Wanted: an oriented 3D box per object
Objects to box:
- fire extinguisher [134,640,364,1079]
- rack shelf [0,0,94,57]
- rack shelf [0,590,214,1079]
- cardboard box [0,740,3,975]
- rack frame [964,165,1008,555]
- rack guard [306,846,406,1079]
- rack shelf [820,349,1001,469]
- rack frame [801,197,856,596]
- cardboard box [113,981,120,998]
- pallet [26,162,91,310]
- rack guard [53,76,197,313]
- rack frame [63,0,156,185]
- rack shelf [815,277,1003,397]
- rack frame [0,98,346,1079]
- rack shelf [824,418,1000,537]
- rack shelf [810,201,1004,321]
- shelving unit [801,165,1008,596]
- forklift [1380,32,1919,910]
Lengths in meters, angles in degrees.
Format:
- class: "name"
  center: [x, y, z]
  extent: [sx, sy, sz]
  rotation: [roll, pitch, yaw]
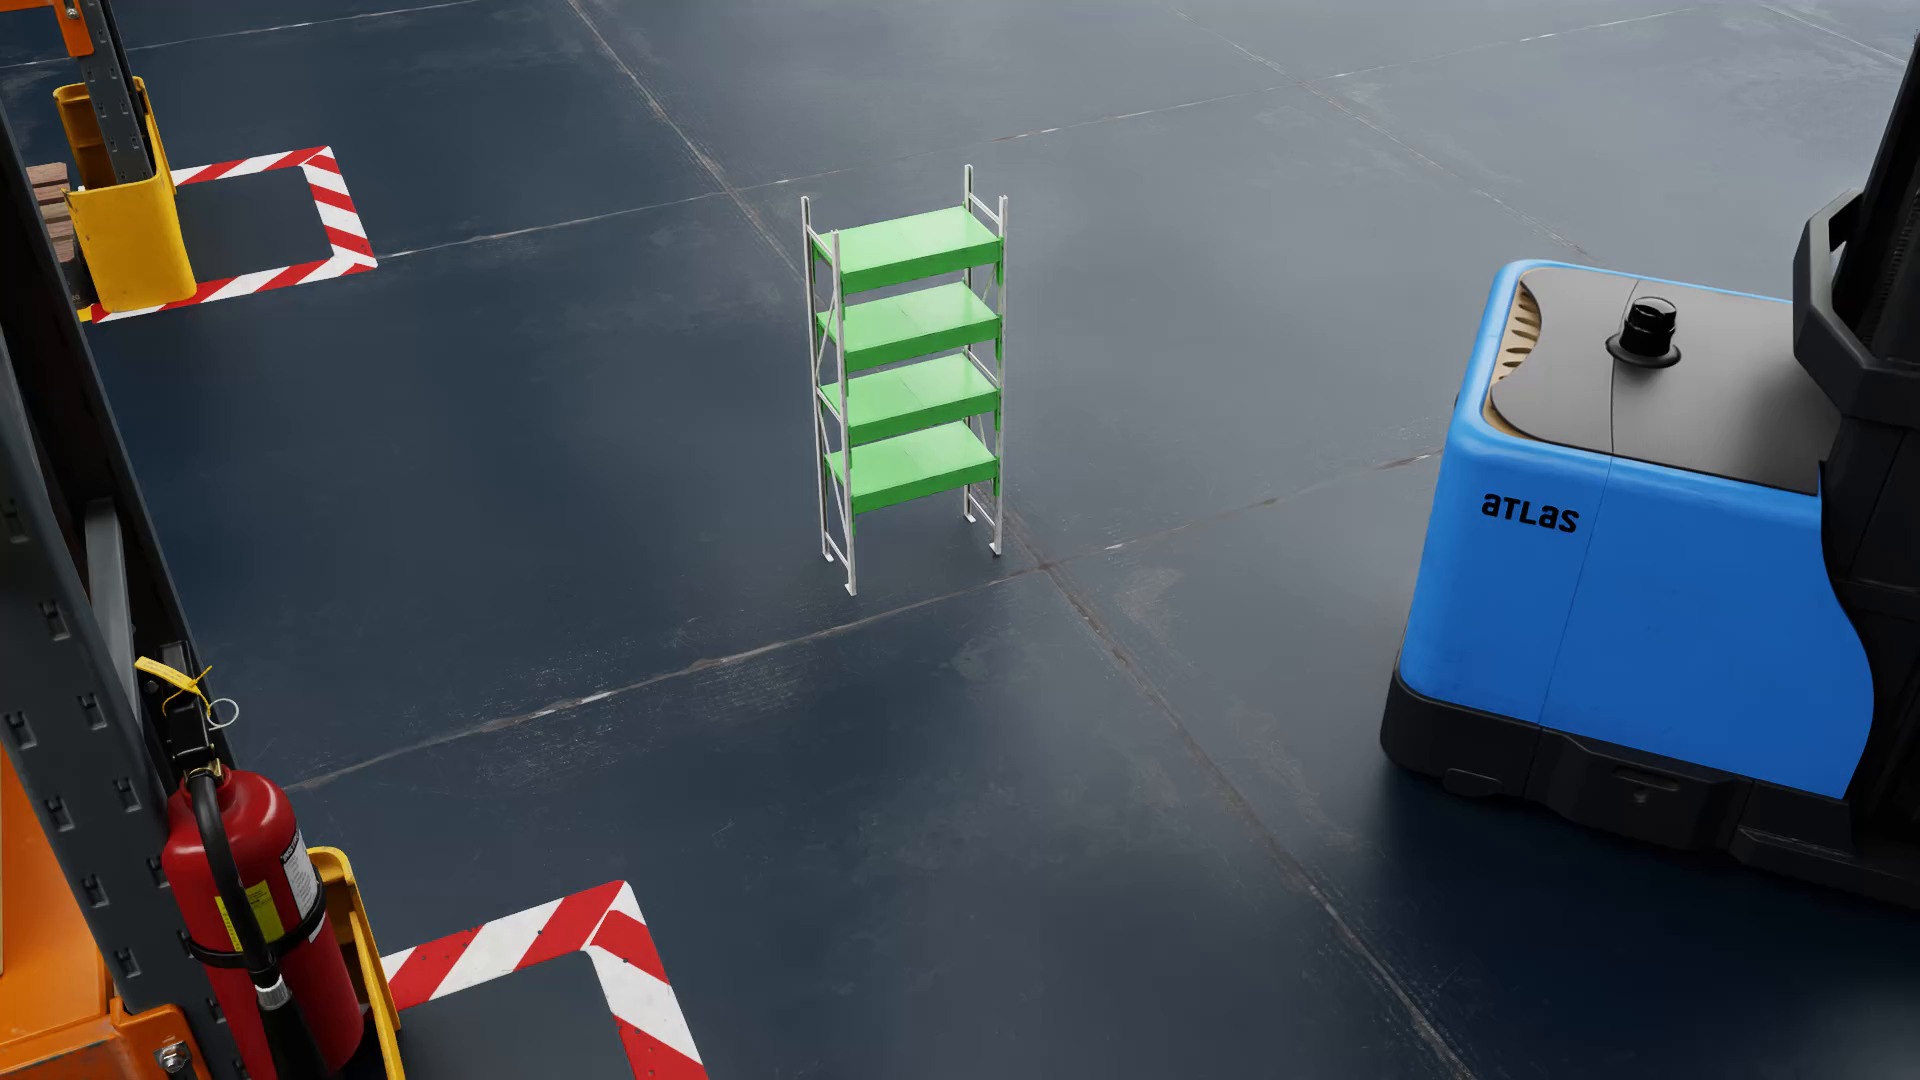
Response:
- class: "fire extinguisher"
  center: [-0.942, 0.452, 2.188]
  extent: [0.183, 0.674, 0.296]
  rotation: [-16, 39, -20]
- class: "rack shelf"
  center: [-5.158, -1.677, 5.597]
  extent: [4.000, 0.370, 1.077]
  rotation: [-16, 39, -20]
- class: "rack shelf"
  center: [-3.057, 0.995, 1.994]
  extent: [4.000, 0.370, 1.077]
  rotation: [-16, 39, -20]
- class: "cardboard box"
  center: [-1.675, 0.271, 2.283]
  extent: [0.500, 0.500, 0.700]
  rotation: [-16, 39, -20]
- class: "rack frame"
  center: [0.071, -0.502, 4.919]
  extent: [0.015, 1.200, 0.240]
  rotation: [-16, 39, -20]
- class: "rack guard"
  center: [-1.225, 1.198, 3.216]
  extent: [0.348, 0.500, 1.175]
  rotation: [-16, 39, -20]
- class: "rack shelf"
  center: [-0.150, -0.389, 4.874]
  extent: [0.480, 0.148, 0.258]
  rotation: [-16, 39, -20]
- class: "rack frame"
  center: [-0.371, -0.378, 4.753]
  extent: [0.015, 1.200, 0.240]
  rotation: [-16, 39, -20]
- class: "cardboard box"
  center: [-1.827, 1.151, 3.135]
  extent: [0.500, 0.250, 0.500]
  rotation: [-16, 39, -20]
- class: "pallet"
  center: [-4.134, -1.105, 6.563]
  extent: [1.213, 0.211, 1.003]
  rotation: [-16, 39, -20]
- class: "rack guard"
  center: [-3.397, -1.424, 6.750]
  extent: [0.348, 0.500, 1.175]
  rotation: [-16, 39, -20]
- class: "rack frame"
  center: [-3.348, -2.472, 6.065]
  extent: [0.127, 3.000, 1.000]
  rotation: [-16, 39, -20]
- class: "rack shelf"
  center: [-0.150, -0.581, 4.731]
  extent: [0.480, 0.148, 0.258]
  rotation: [-16, 39, -20]
- class: "rack frame"
  center: [-1.247, 0.200, 2.463]
  extent: [0.127, 3.000, 1.000]
  rotation: [-16, 39, -20]
- class: "rack shelf"
  center: [-0.150, -0.196, 5.017]
  extent: [0.480, 0.148, 0.258]
  rotation: [-16, 39, -20]
- class: "rack shelf"
  center: [-0.150, -0.774, 4.588]
  extent: [0.480, 0.148, 0.258]
  rotation: [-16, 39, -20]
- class: "shelving unit"
  center: [-0.150, -0.440, 4.836]
  extent: [0.503, 1.200, 0.258]
  rotation: [-16, 39, -20]
- class: "forklift"
  center: [2.682, -0.499, 3.462]
  extent: [3.031, 2.935, 1.130]
  rotation: [13, 39, 17]
